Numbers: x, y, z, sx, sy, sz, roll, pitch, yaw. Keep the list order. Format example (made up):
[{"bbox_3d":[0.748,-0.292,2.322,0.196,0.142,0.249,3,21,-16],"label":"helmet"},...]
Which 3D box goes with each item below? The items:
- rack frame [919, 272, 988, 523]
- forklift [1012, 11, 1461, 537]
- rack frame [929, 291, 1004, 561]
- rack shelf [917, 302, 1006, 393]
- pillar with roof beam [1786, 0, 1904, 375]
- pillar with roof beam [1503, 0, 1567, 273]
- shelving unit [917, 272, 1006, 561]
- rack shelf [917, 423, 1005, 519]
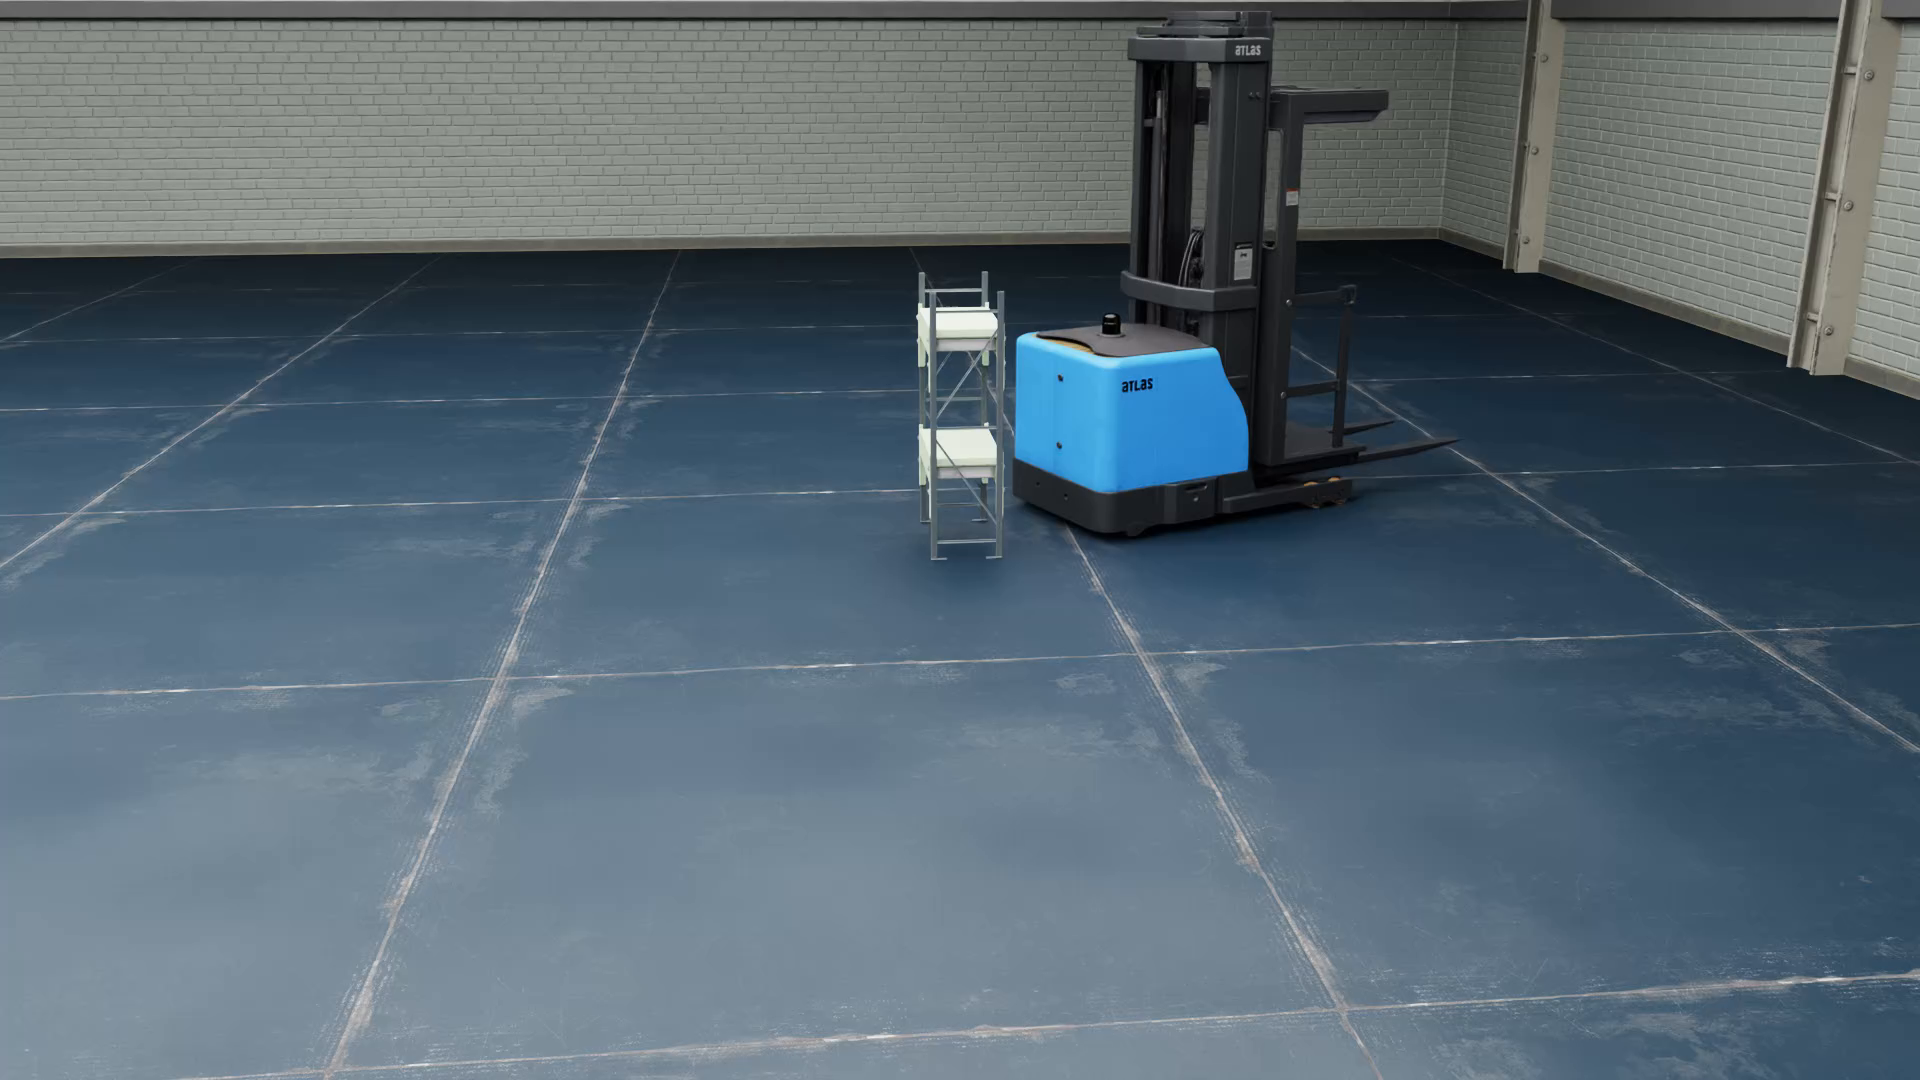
[{"bbox_3d":[-0.038,-0.827,9.806,0.400,1.500,0.023,-2,18,-6],"label":"rack frame"},{"bbox_3d":[1.861,-1.719,10.260,3.031,2.935,1.130,-10,20,-28],"label":"forklift"},{"bbox_3d":[0.037,-0.609,9.111,0.400,1.500,0.023,-2,18,-6],"label":"rack frame"},{"bbox_3d":[-0.001,-1.090,9.342,0.431,0.370,0.720,-2,18,-6],"label":"rack shelf"},{"bbox_3d":[3.101,-5.625,12.570,9.100,9.000,0.400,-2,18,-6],"label":"pillar with roof beam"},{"bbox_3d":[2.483,-7.412,18.264,9.100,9.000,0.400,-2,18,-6],"label":"pillar with roof beam"},{"bbox_3d":[-0.001,-0.718,9.459,0.431,1.500,0.755,-2,18,-6],"label":"shelving unit"},{"bbox_3d":[-0.001,-0.407,9.556,0.431,0.370,0.720,-2,18,-6],"label":"rack shelf"}]
